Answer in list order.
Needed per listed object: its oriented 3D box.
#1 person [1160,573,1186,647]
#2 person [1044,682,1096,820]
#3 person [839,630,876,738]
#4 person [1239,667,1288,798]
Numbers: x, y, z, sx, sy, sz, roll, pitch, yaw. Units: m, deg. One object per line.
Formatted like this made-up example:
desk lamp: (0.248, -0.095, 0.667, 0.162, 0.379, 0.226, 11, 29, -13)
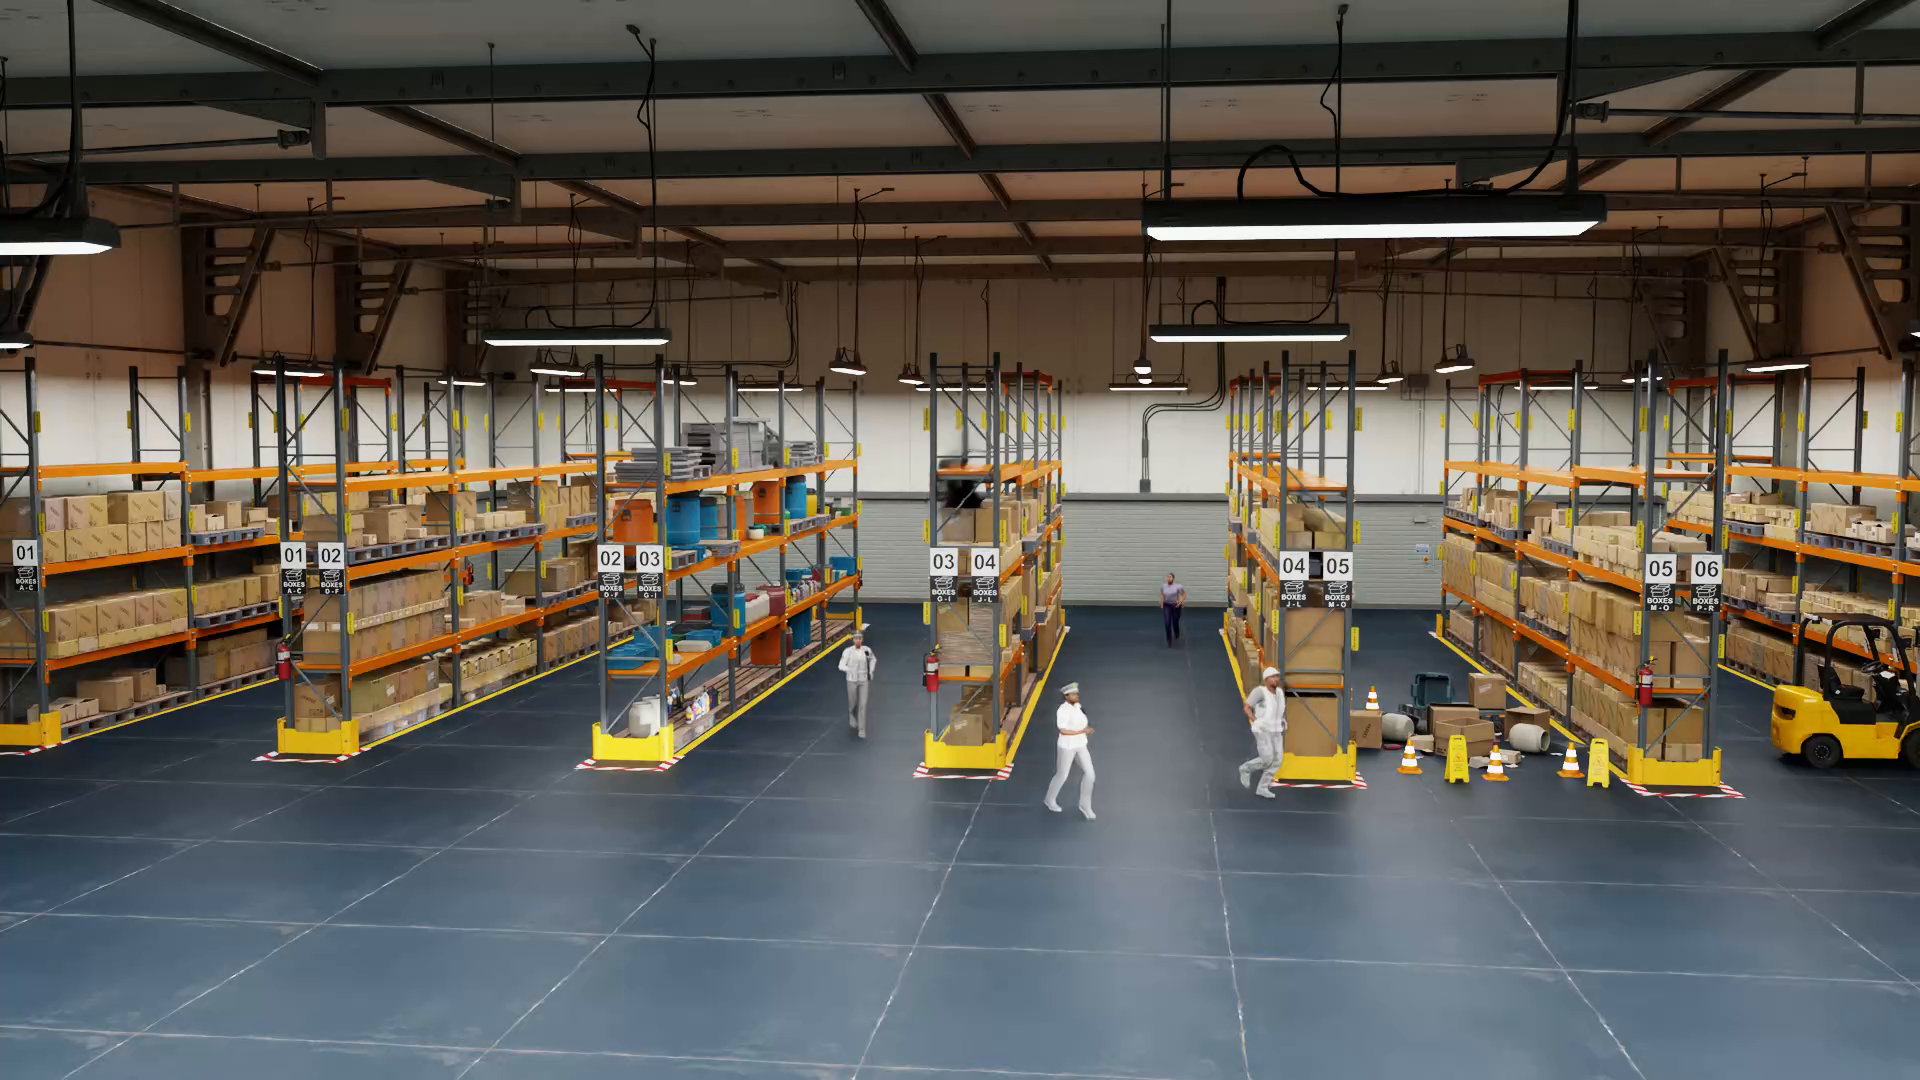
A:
person: (4.790, 1.559, 37.396, 0.606, 1.660, 0.714, 2, 4, 20)
person: (1.418, 2.667, 21.073, 0.546, 1.757, 0.782, -3, 5, -41)
person: (-1.616, 2.243, 26.479, 0.617, 1.652, 0.938, -1, 4, -9)
person: (4.110, 2.562, 22.346, 0.709, 1.733, 0.567, -3, 5, -35)
